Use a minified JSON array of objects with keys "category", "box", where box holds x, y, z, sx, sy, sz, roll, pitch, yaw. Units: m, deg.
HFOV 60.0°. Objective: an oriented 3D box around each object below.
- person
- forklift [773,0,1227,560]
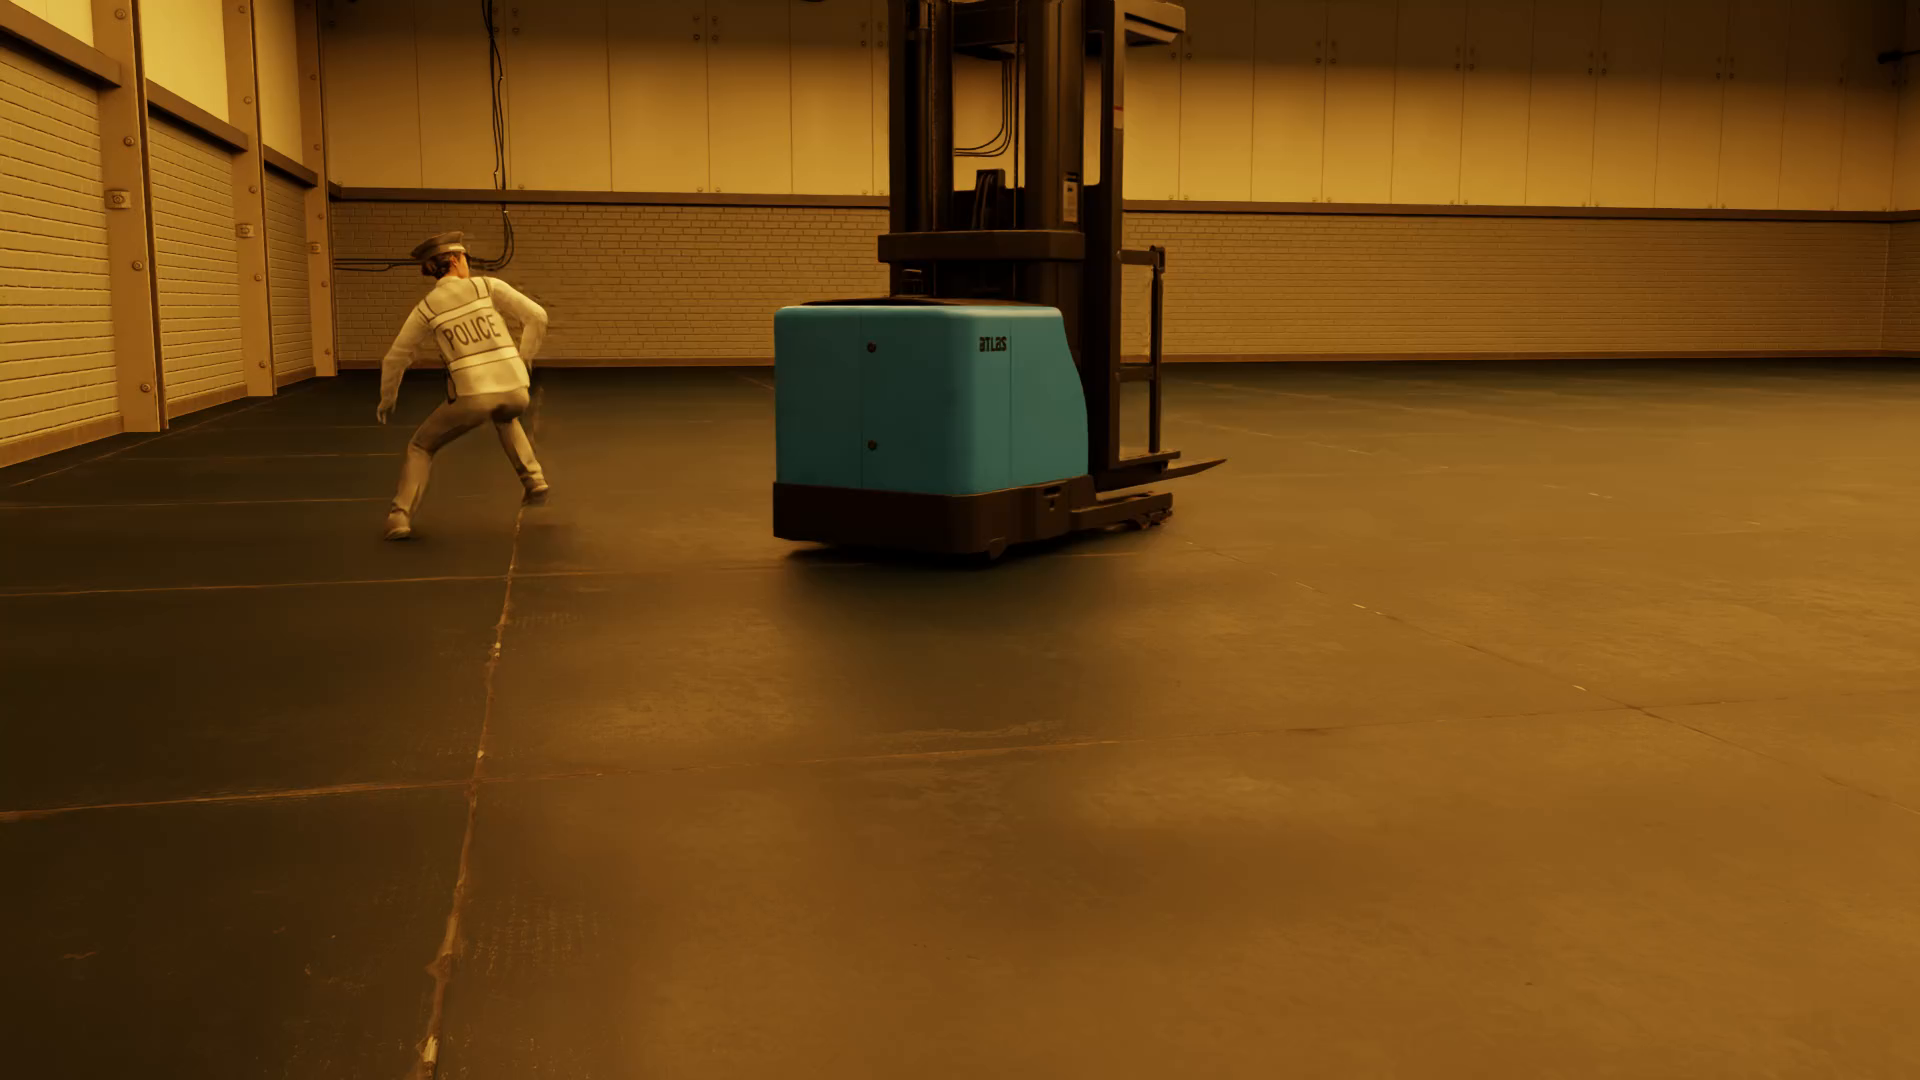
[{"category":"person","box":[-2.375,-0.720,7.901,0.839,1.468,0.653,-4,9,-28]},{"category":"forklift","box":[0.400,-1.532,8.082,1.130,2.935,3.031,5,9,32]}]
